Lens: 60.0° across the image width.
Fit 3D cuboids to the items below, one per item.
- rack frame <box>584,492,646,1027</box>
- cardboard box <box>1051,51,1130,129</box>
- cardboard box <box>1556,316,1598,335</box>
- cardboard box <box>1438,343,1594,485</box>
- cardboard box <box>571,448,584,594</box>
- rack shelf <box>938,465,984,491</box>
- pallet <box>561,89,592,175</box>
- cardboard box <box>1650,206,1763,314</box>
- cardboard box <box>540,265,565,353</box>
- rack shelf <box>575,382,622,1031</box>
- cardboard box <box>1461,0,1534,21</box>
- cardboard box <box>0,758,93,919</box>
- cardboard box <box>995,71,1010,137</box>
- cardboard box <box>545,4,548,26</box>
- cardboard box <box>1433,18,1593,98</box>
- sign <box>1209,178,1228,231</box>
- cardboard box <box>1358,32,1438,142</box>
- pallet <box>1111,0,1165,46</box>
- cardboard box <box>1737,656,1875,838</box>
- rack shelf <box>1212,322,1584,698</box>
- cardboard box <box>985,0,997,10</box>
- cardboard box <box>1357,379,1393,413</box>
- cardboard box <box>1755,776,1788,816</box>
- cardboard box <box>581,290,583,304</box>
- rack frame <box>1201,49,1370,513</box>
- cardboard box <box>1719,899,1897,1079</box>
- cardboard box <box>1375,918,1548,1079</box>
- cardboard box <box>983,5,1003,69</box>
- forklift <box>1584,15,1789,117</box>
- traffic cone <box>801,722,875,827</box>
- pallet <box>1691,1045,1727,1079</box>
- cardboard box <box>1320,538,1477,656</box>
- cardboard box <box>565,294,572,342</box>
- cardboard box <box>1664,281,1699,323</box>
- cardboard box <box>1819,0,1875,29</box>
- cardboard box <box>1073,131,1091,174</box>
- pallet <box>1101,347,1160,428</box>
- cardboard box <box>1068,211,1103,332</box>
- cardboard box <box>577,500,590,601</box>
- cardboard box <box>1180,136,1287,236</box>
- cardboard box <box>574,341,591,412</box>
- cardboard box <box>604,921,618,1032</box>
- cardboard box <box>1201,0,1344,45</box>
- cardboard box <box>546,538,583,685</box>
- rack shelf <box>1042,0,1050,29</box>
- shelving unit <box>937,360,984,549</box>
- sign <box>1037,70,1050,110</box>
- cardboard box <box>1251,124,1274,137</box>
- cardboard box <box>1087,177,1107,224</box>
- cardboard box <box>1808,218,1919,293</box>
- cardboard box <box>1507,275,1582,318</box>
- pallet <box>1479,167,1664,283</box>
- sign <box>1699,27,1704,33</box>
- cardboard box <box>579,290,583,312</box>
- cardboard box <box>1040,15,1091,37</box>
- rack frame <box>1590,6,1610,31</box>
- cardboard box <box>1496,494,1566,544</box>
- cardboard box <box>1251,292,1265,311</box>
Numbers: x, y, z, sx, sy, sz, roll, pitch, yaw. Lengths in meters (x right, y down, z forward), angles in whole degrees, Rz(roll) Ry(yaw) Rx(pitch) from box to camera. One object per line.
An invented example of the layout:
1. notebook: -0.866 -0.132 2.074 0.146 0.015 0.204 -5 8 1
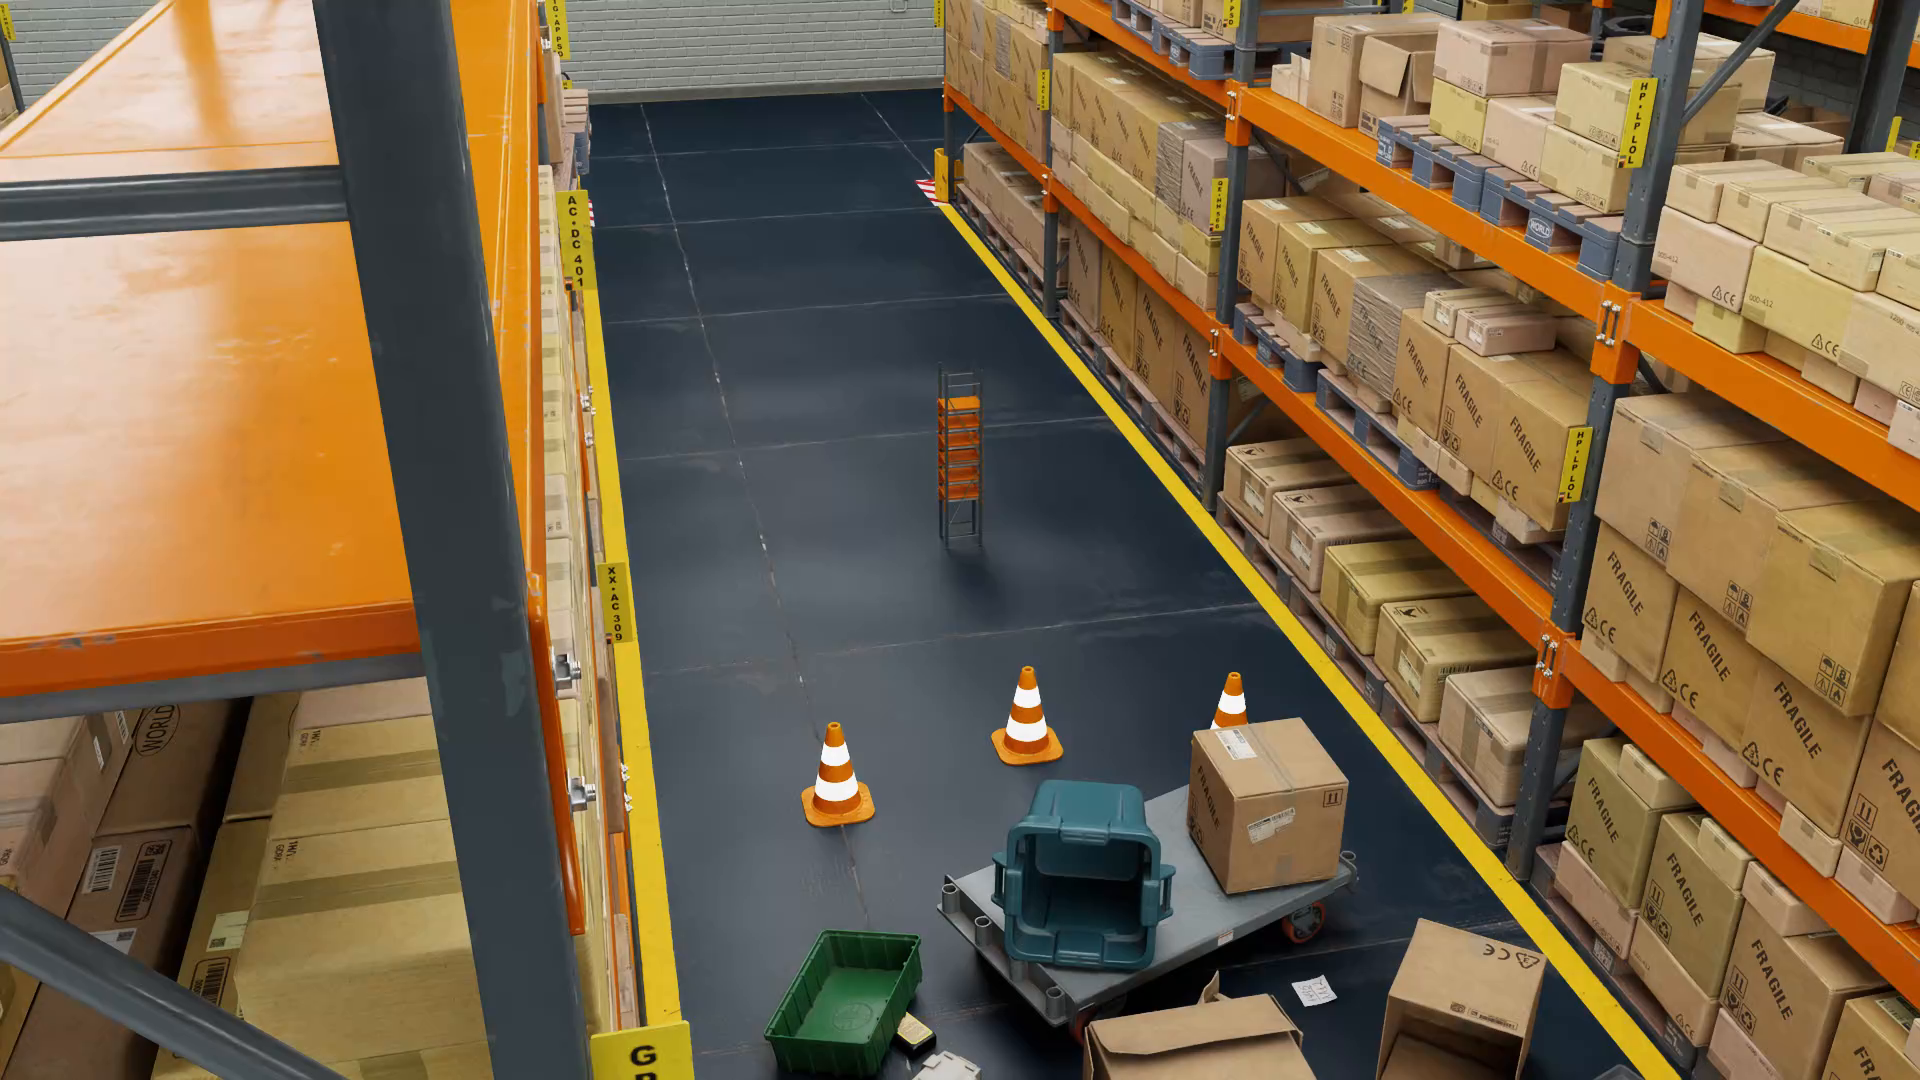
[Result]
1. rack frame: -1.769 0.704 6.025 1.000 3.000 0.127 -6 27 -12
2. cardboard box: 1.047 -3.623 13.379 0.500 0.500 0.500 -6 27 -11
3. cardboard box: 2.993 -0.881 8.259 0.500 0.500 0.500 -6 27 -12
4. cardboard box: 2.590 -0.604 7.712 0.500 0.500 0.500 -6 27 -11
5. cardboard box: -1.069 -0.079 3.508 0.500 0.250 0.500 -6 27 -12
6. rack shelf: 0.003 -0.382 10.541 0.258 0.103 0.180 -6 27 -12
7. pallet: -2.474 -2.029 8.322 1.213 0.211 1.003 -5 27 -9
8. cardboard box: 2.863 -1.027 5.962 0.500 0.250 0.500 -7 28 -13
9. cardboard box: -1.147 -0.538 3.974 0.380 0.149 0.250 -6 27 -11
10. rack shelf: -1.319 0.565 3.772 1.077 0.370 4.000 -6 27 -12
11. cardboard box: 5.340 -5.132 16.593 0.500 0.500 0.500 -5 27 -10
12. cardboard box: -1.329 0.422 2.072 0.380 0.149 0.250 -6 27 -11
13. cardboard box: 0.625 -4.021 15.277 0.500 0.500 0.500 -6 27 -12
14. cardboard box: -2.540 -2.713 9.356 0.500 0.500 0.500 -6 27 -12
15. cardboard box: 2.524 -2.213 7.621 0.500 0.250 0.500 -6 27 -11
16. sign: 1.589 -2.058 10.213 0.100 0.325 0.005 -6 27 -12
17. cardboard box: 2.501 -2.317 8.568 0.797 0.503 0.637 -6 27 -12
18. pallet: 1.678 -3.621 11.476 1.003 0.211 1.213 -5 27 -9
19. cardboard box: 3.095 0.641 5.710 0.500 0.500 0.500 -6 27 -12
20. rack shelf: 2.580 -0.399 9.011 1.077 0.370 4.000 -6 27 -12
21. cardboard box: 0.445 -5.022 15.431 0.380 0.149 0.250 -7 28 -13
22. cardboard box: 2.338 -0.798 8.815 0.380 0.149 0.250 -5 27 -10
23. cardboard box: 3.099 0.886 5.945 0.380 0.149 0.250 -6 27 -12
24. cardboard box: -3.342 -2.047 13.844 0.380 0.149 0.250 -5 27 -9
25. rack frame: 2.129 -1.599 10.588 1.000 3.000 0.127 -6 27 -12
26. cardboard box: 3.148 1.611 5.983 0.500 0.500 0.500 -5 27 -9
27. cardboard box: 1.946 1.881 6.466 0.500 0.500 0.500 13 30 24
28. cardboard box: 0.517 -4.692 15.496 0.500 0.500 0.500 -6 27 -11
29. forklift: 4.877 -1.997 11.455 3.031 2.935 1.130 18 32 32
30. traffic cone: -0.600 1.095 8.067 0.336 0.463 0.334 -6 27 -12
31. pallet: 3.495 2.230 6.097 1.003 0.211 1.213 -6 27 -12
32. cardboard box: 2.586 0.293 9.291 0.950 0.372 0.625 -5 27 -10
33. cardboard box: -1.376 -0.627 5.036 0.380 0.149 0.250 -6 27 -12
34. cardboard box: 2.860 -0.906 6.166 0.380 0.149 0.250 -6 27 -12
35. cardboard box: 6.498 -3.798 11.783 0.500 0.250 0.500 -6 27 -11
36. cardboard box: 1.197 -3.063 13.101 0.500 0.250 0.500 -6 27 -11
37. pallet: 1.754 -1.242 12.976 1.003 0.211 1.213 -6 27 -12
38. cardboard box: 1.445 -2.329 13.928 0.875 0.875 0.875 -5 27 -10
39. cardboard box: -1.031 0.043 3.709 0.380 0.149 0.250 -6 27 -12
40. cardboard box: 1.758 -2.290 10.737 0.500 0.500 0.500 -7 28 -13
41. cardboard box: -2.197 -0.707 8.710 0.500 0.500 0.500 -6 27 -12
42. cardboard box: -0.691 0.707 2.394 0.380 0.149 0.250 -6 27 -11
43. cardboard box: 1.897 -3.321 10.092 0.797 0.503 0.637 -8 28 -15
44. cardboard box: -0.803 0.133 2.645 0.380 0.149 0.250 -6 27 -11
45. rack shelf: 0.777 -5.251 15.293 1.077 0.370 4.000 -6 27 -12
46. shelving unit: 0.003 -0.529 10.467 0.258 1.200 0.189 -6 27 -12
47. sign: 0.687 -3.719 13.741 0.100 0.325 0.005 -6 27 -12
48. cardboard box: 2.135 -2.548 11.248 0.500 0.500 0.500 -6 27 -11
49. cardboard box: 1.288 -2.614 12.767 0.500 0.250 0.500 -6 27 -12
50. cardboard box: 2.955 -0.908 5.285 0.380 0.149 0.250 -6 27 -12
51. cardboard box: 2.924 -1.206 8.183 0.380 0.149 0.250 -4 27 -9
52. pallet: 2.995 -1.380 7.034 1.213 0.211 1.003 -6 27 -12
53. sign: 6.603 -4.435 14.923 0.100 0.325 0.005 -6 27 -12
54. cardboard box: -3.158 -1.913 12.686 0.500 0.250 0.500 -7 28 -13
55. cardboard box: 0.895 -4.365 14.128 0.380 0.149 0.250 -5 27 -10
56. rack frame: 6.063 -3.860 15.069 1.000 3.000 0.127 -6 27 -12
57. cardboard box: 2.646 -0.116 7.463 0.380 0.149 0.250 -6 27 -11
58. cardboard box: 2.021 -1.512 10.230 0.380 0.149 0.250 -8 28 -15
